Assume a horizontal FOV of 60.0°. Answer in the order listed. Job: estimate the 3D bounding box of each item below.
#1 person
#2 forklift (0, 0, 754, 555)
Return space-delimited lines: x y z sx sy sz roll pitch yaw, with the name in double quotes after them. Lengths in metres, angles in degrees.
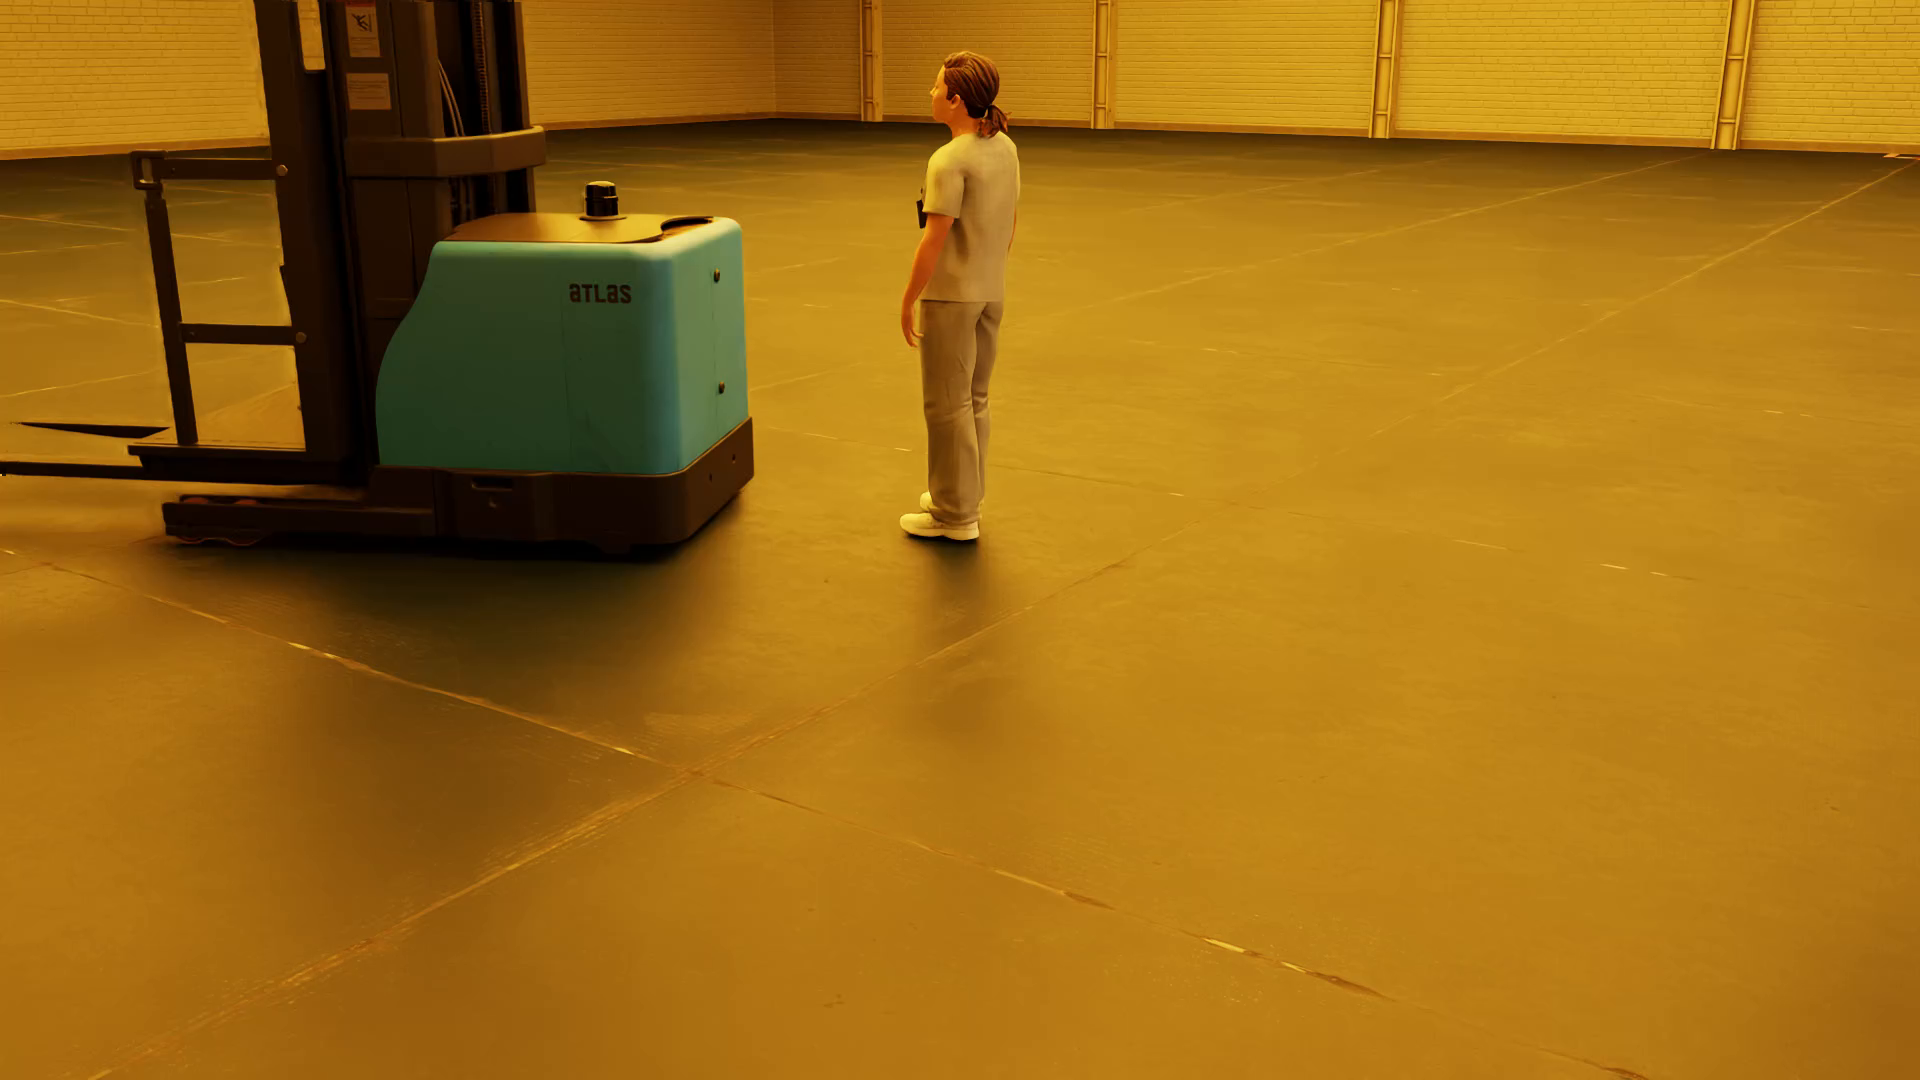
-0.053 -0.825 5.757 0.549 1.675 0.550 11 20 33 "person"
-2.370 -1.527 5.940 3.031 2.935 1.130 2 17 8 "forklift"
